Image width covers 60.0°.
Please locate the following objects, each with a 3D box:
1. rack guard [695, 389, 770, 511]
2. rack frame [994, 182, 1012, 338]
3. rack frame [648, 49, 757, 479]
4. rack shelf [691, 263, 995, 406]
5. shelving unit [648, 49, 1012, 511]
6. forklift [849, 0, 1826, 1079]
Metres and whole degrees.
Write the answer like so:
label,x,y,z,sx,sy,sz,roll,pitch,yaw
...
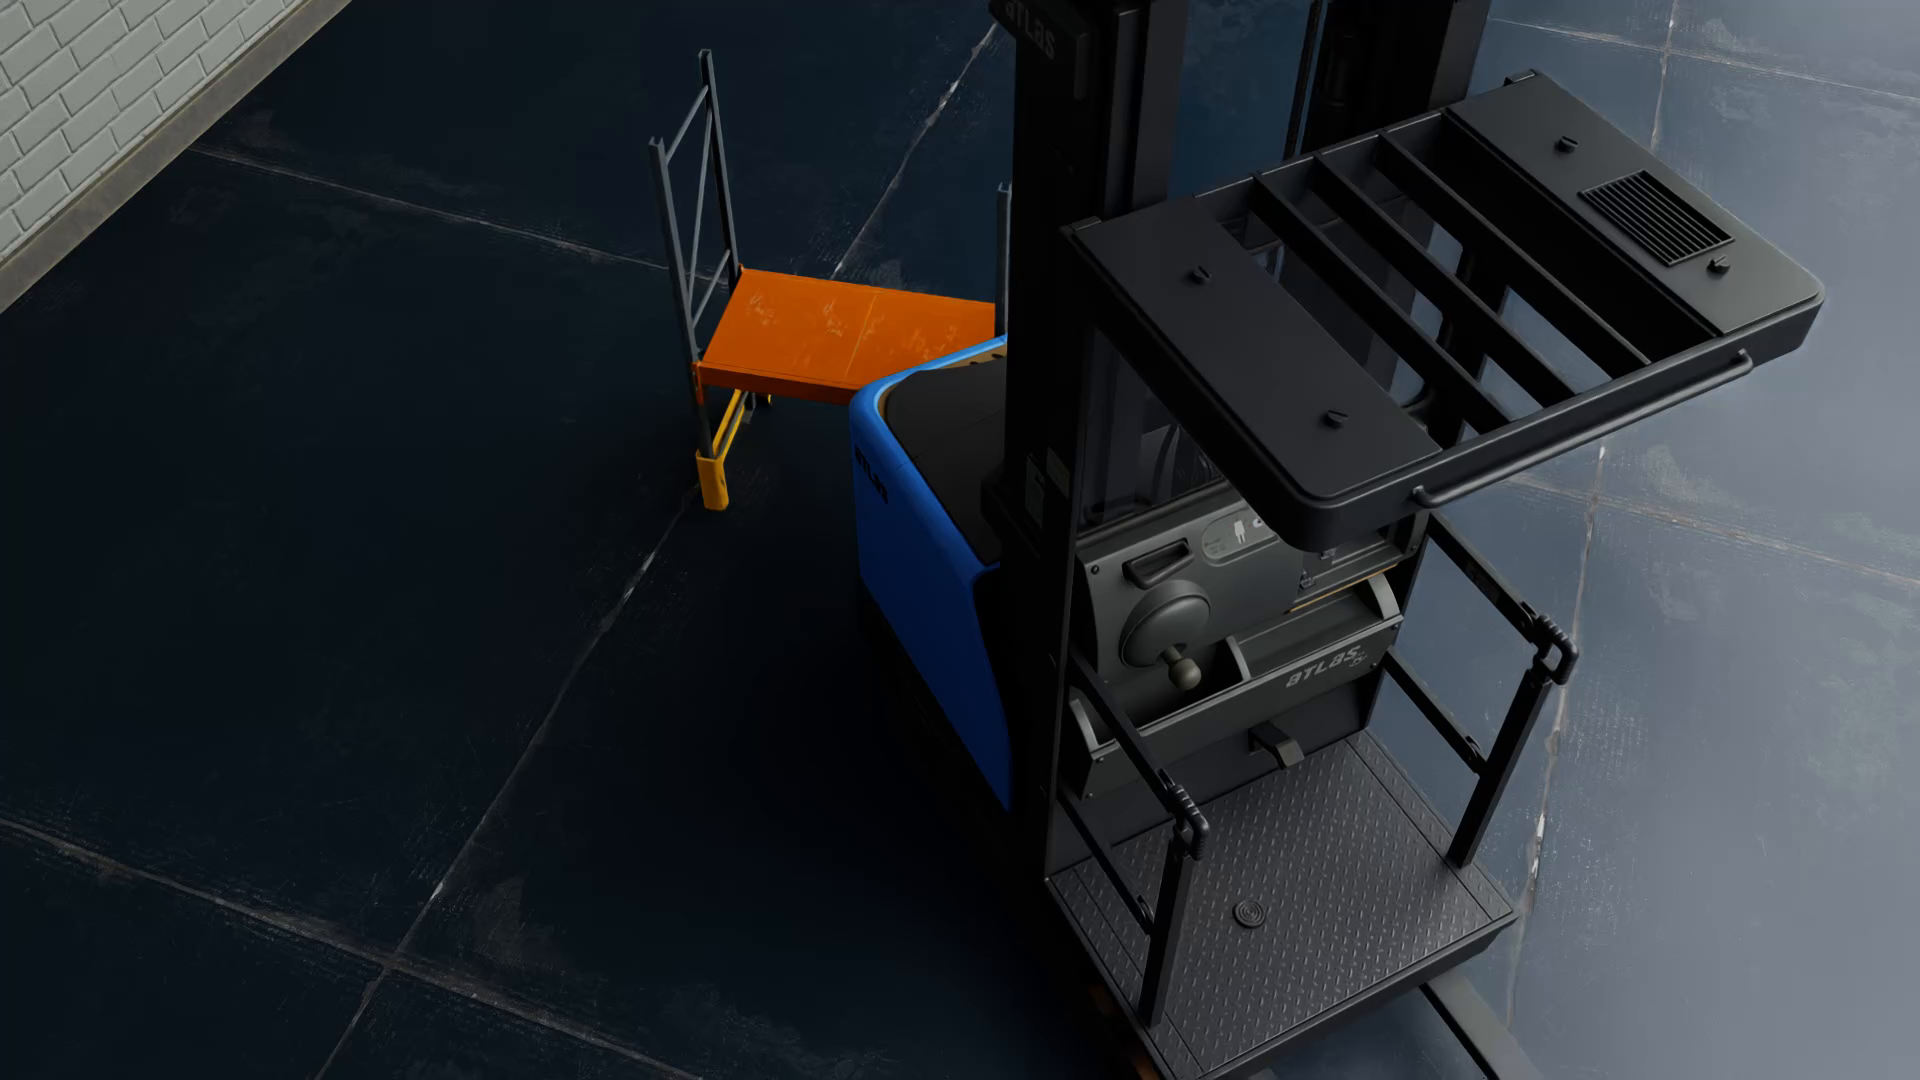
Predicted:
label,x,y,z,sx,sy,sz,roll,pitch,yaw
rack guard,-0.805,-0.405,5.935,0.087,0.250,0.587,9,50,8
rack frame,0.171,-0.656,5.326,0.032,1.500,0.500,9,50,8
rack frame,-0.823,-0.817,5.466,0.032,1.500,0.500,9,50,8
rack shelf,-0.326,-0.619,5.532,1.000,0.185,0.538,9,50,8
shelving unit,-0.318,-0.735,5.395,1.083,1.500,0.587,9,50,8
forklift,0.796,0.137,3.692,1.130,2.935,3.031,-22,52,-18
